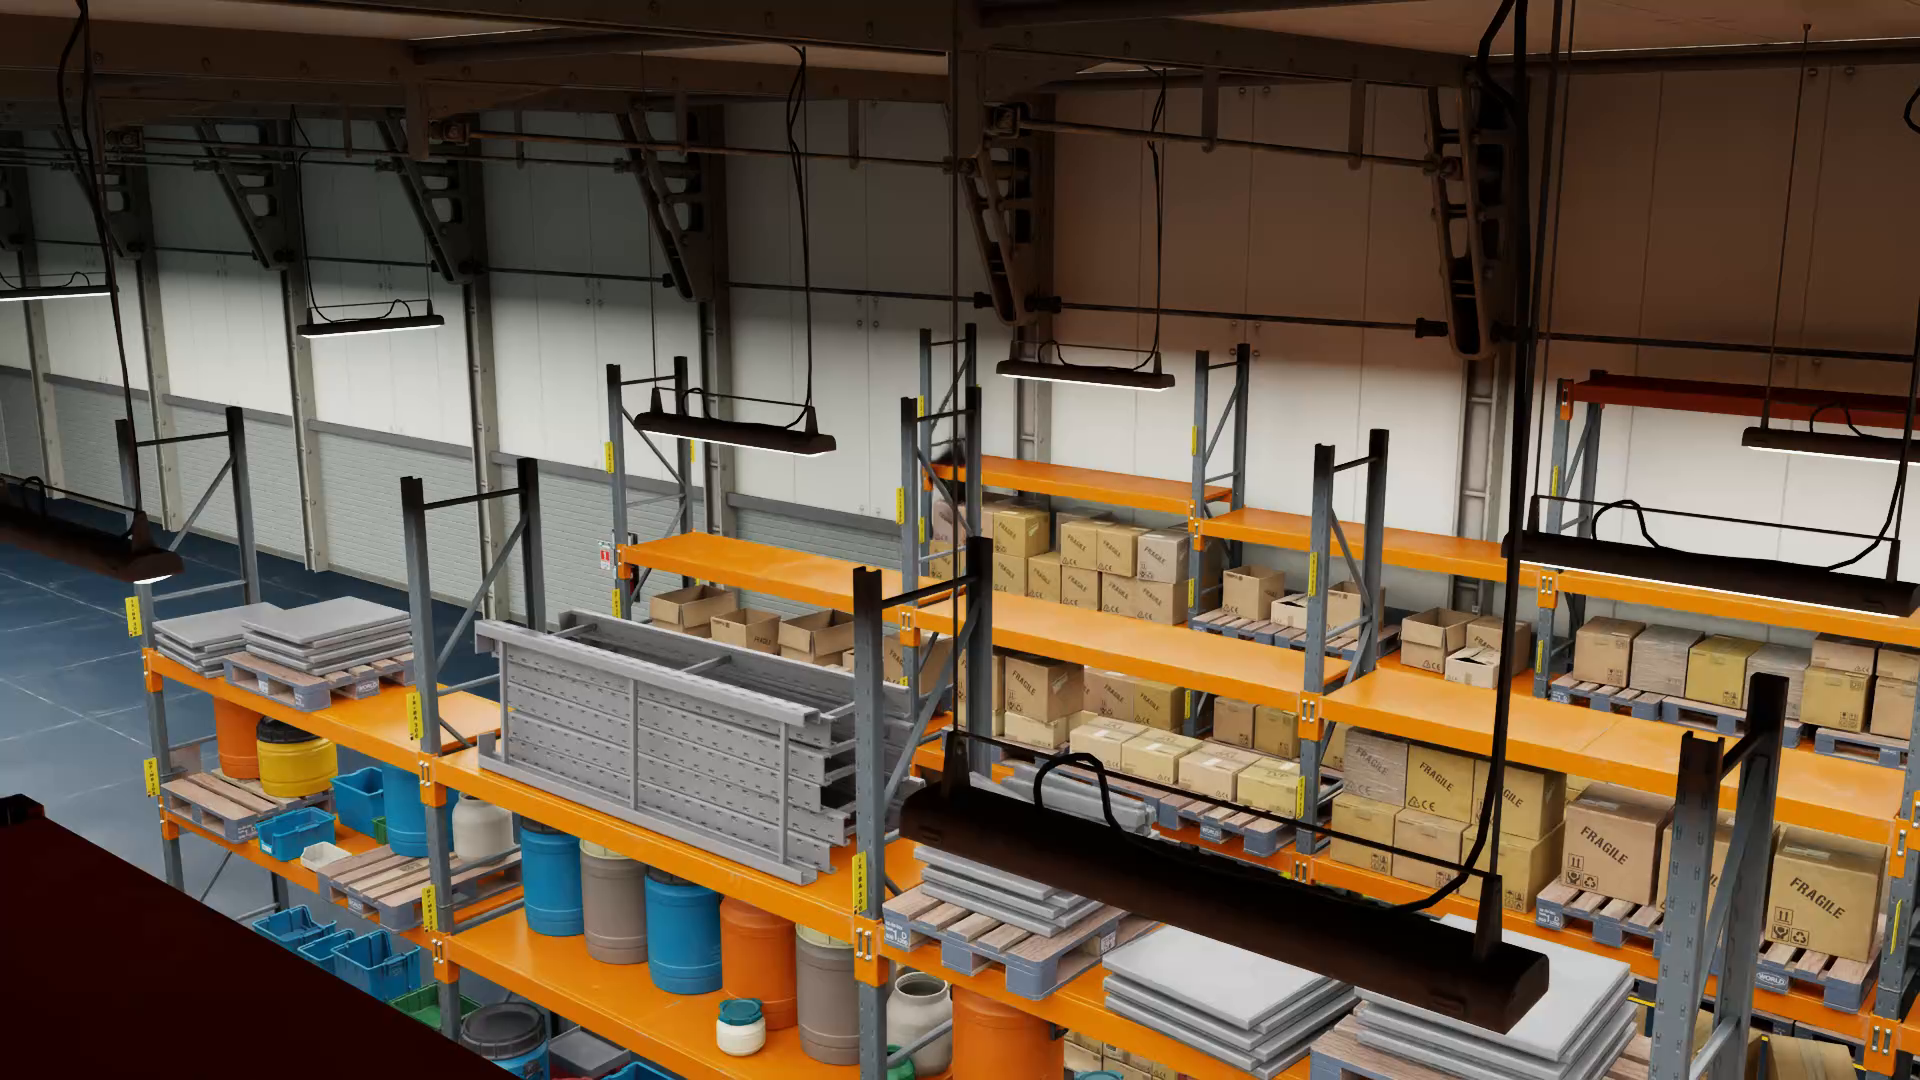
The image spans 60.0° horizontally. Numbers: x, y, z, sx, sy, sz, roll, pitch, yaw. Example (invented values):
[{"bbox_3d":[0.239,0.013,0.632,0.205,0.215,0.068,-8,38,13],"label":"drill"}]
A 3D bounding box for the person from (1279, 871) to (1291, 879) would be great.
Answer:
[{"bbox_3d":[3.202,3.857,15.287,0.666,1.687,0.961,-9,15,-34],"label":"person"}]
